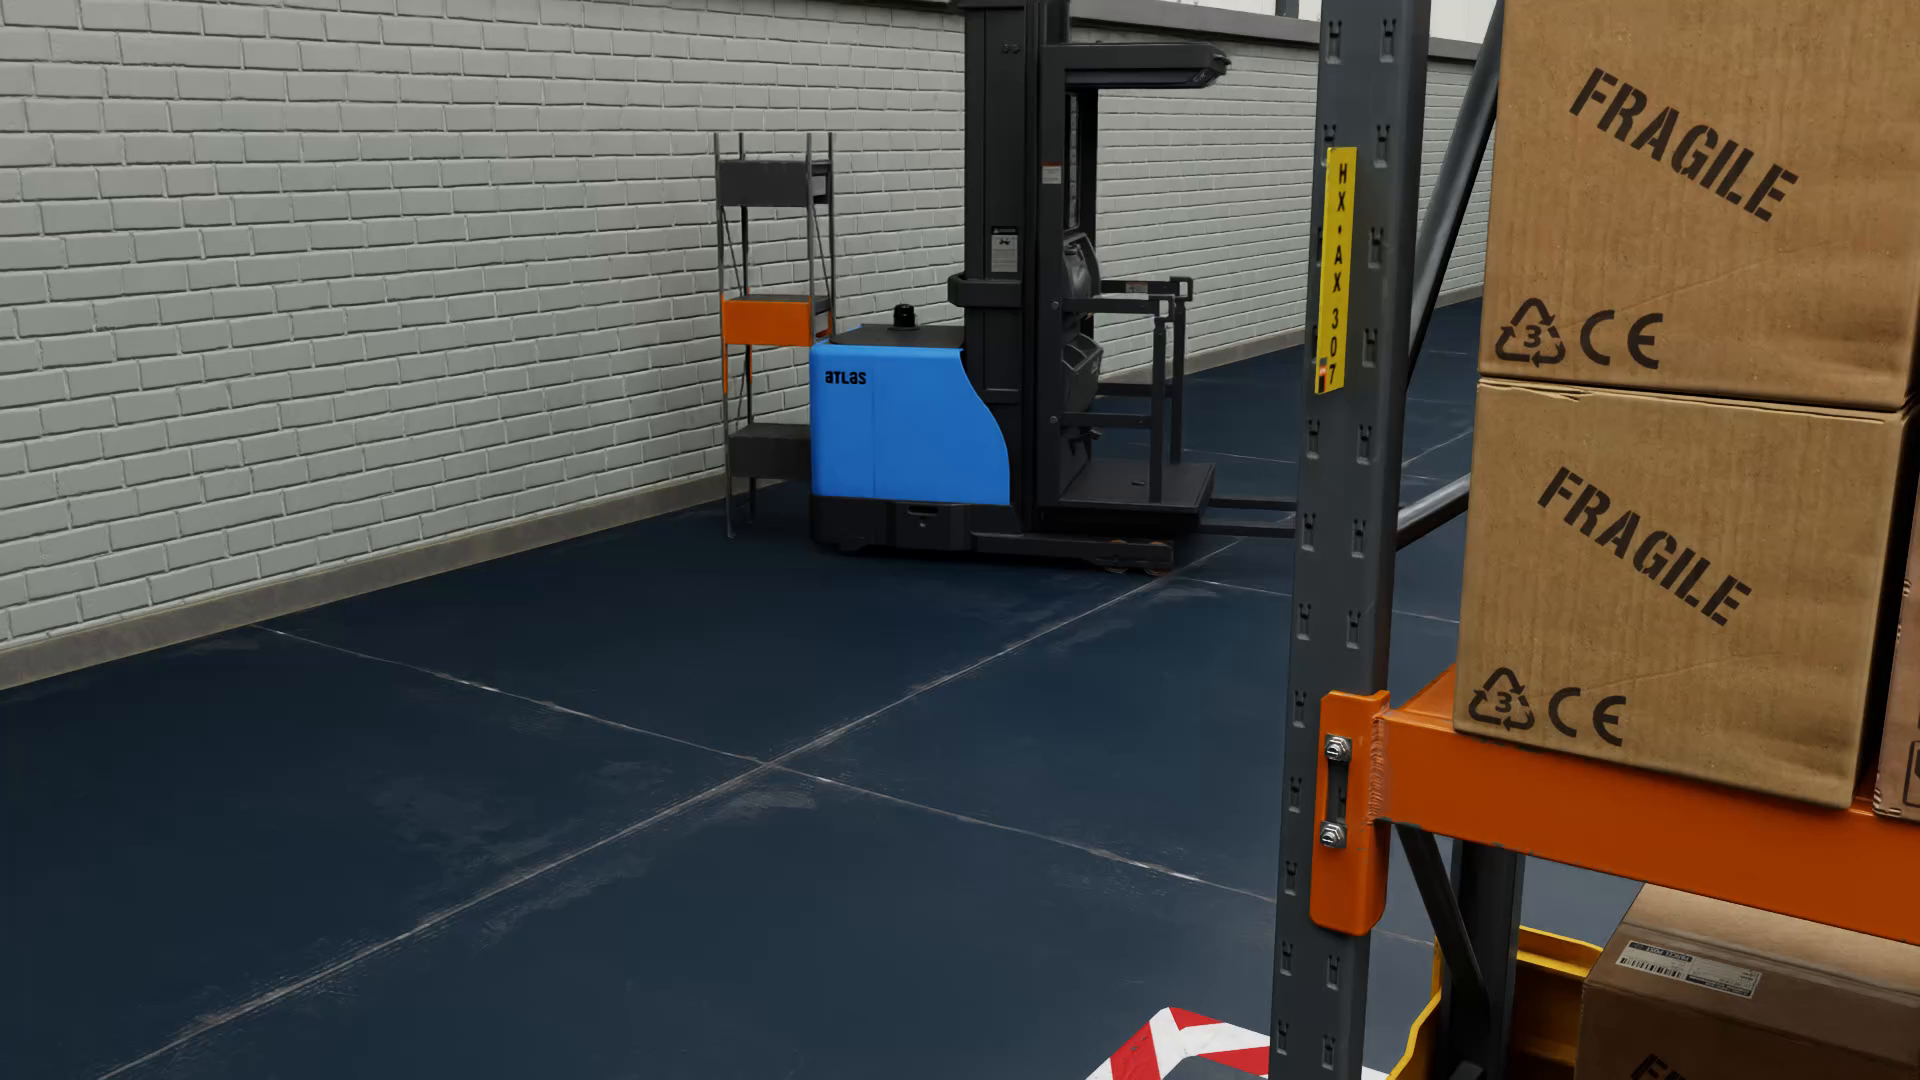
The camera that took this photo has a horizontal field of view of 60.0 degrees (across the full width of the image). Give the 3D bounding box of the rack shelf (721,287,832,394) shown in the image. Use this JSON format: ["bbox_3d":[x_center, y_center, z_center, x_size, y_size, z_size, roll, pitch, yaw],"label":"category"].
[{"bbox_3d":[-0.948,-1.047,8.740,0.480,0.518,0.431,3,14,12],"label":"rack shelf"}]

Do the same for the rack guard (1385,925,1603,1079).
[{"bbox_3d":[0.875,1.172,3.050,0.348,0.500,1.175,9,17,33],"label":"rack guard"}]

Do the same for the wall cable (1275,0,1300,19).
[{"bbox_3d":[3.576,-7.946,15.500,0.120,5.999,2.277,9,17,33],"label":"wall cable"}]

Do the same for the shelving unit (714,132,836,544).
[{"bbox_3d":[-0.948,-1.060,8.737,0.503,2.100,0.431,3,14,12],"label":"shelving unit"}]

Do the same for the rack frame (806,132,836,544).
[{"bbox_3d":[-0.710,-1.047,8.685,0.015,2.100,0.400,3,14,12],"label":"rack frame"}]

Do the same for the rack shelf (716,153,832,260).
[{"bbox_3d":[-0.948,-1.727,8.572,0.480,0.518,0.431,3,14,12],"label":"rack shelf"}]

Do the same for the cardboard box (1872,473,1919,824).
[{"bbox_3d":[1.465,0.080,2.051,0.500,0.500,0.500,9,17,32],"label":"cardboard box"}]

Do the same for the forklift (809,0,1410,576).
[{"bbox_3d":[0.799,-1.388,8.330,3.031,2.935,1.130,3,14,12],"label":"forklift"}]

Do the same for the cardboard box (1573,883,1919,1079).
[{"bbox_3d":[1.401,0.972,2.942,0.500,0.500,0.500,9,17,33],"label":"cardboard box"}]

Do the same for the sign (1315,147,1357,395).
[{"bbox_3d":[0.510,-0.364,2.250,0.005,0.325,0.100,9,17,33],"label":"sign"}]

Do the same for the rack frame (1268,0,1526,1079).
[{"bbox_3d":[0.811,-0.051,2.788,0.053,2.616,0.949,9,17,33],"label":"rack frame"}]

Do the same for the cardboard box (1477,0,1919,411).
[{"bbox_3d":[1.033,-0.474,2.206,0.500,0.500,0.500,10,17,34],"label":"cardboard box"}]

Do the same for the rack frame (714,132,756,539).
[{"bbox_3d":[-1.186,-1.073,8.790,0.015,2.100,0.400,3,14,12],"label":"rack frame"}]

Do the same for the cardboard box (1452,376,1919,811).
[{"bbox_3d":[1.033,0.012,2.326,0.500,0.500,0.500,10,17,34],"label":"cardboard box"}]

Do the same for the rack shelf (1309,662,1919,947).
[{"bbox_3d":[2.472,0.565,1.794,4.000,0.370,1.077,9,17,33],"label":"rack shelf"}]

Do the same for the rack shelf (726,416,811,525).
[{"bbox_3d":[-0.948,-0.368,8.909,0.480,0.518,0.431,3,14,12],"label":"rack shelf"}]
